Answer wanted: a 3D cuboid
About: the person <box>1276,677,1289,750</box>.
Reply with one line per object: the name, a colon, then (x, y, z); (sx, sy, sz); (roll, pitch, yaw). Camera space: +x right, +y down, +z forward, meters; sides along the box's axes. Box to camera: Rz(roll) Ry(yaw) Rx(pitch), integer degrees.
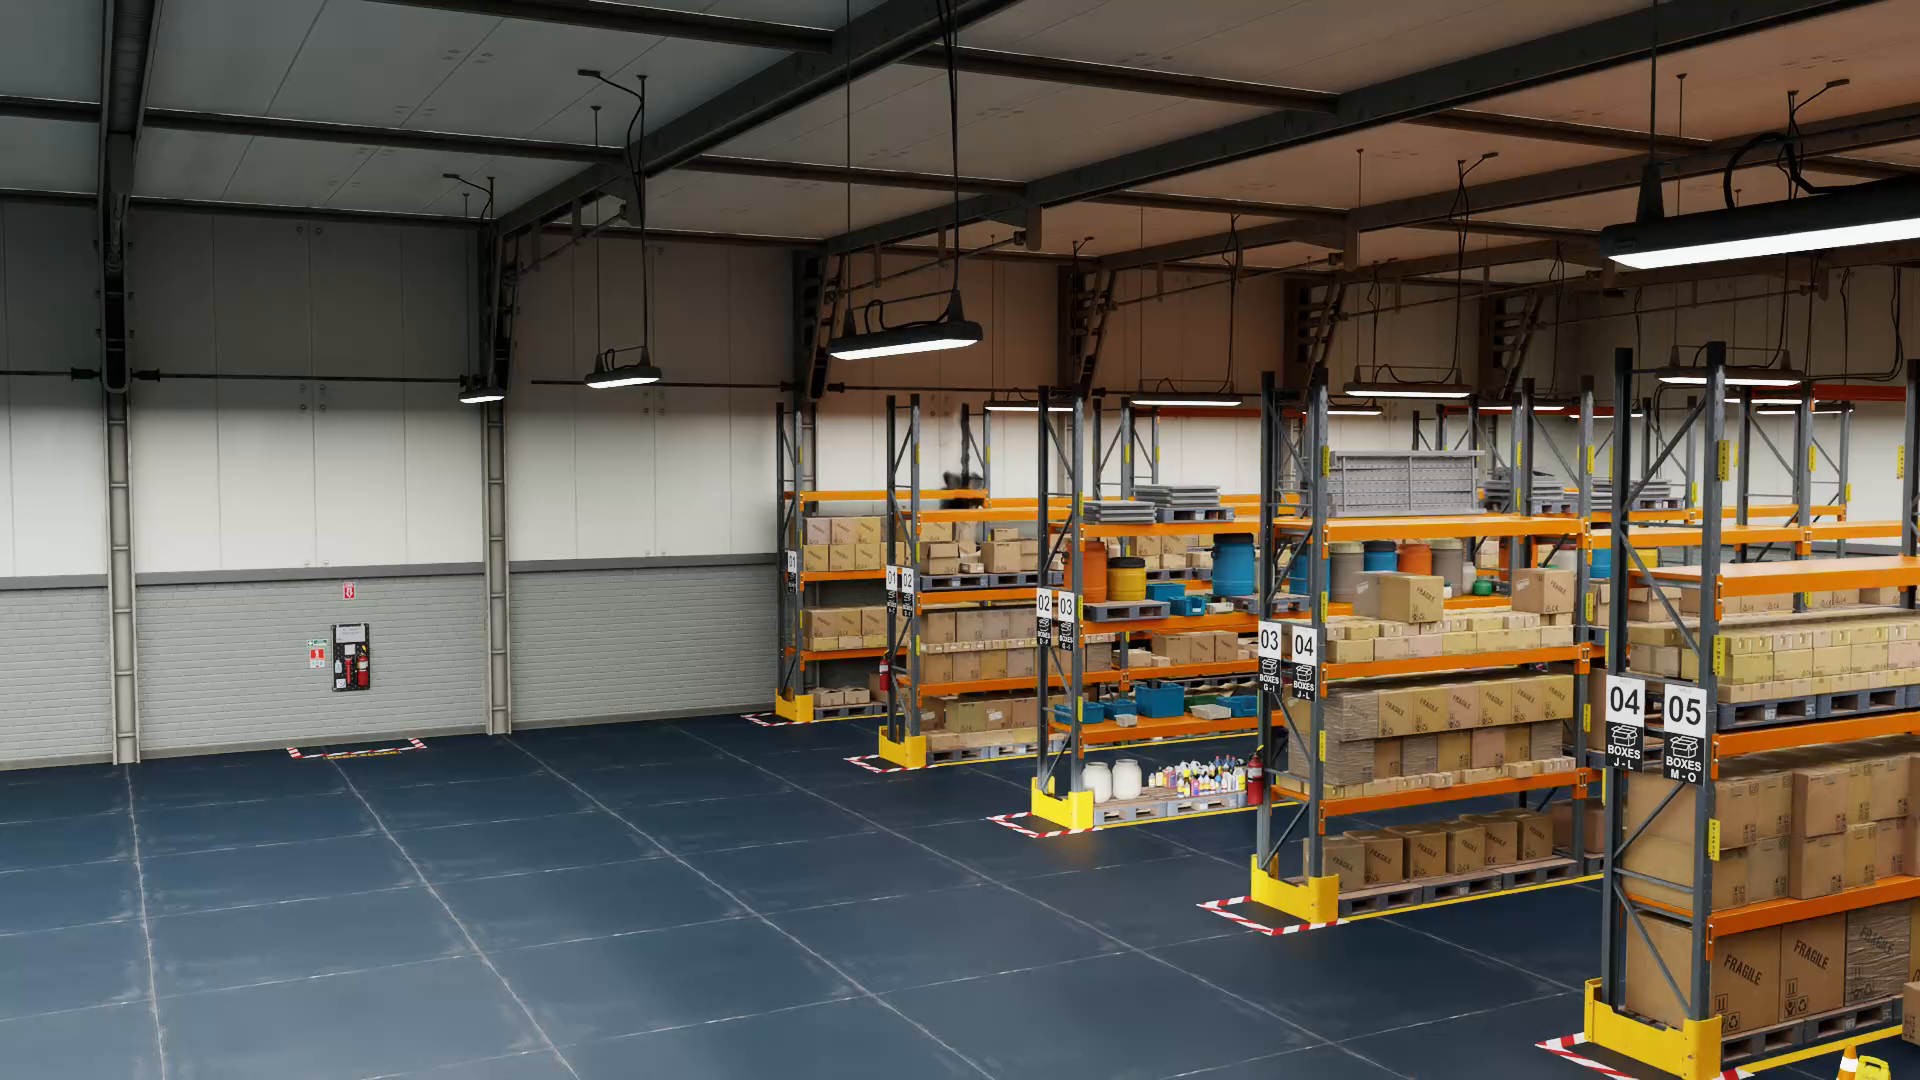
person: (5.256, 2.800, 27.621); (0.701, 1.629, 0.618); (-2, 4, -28)
